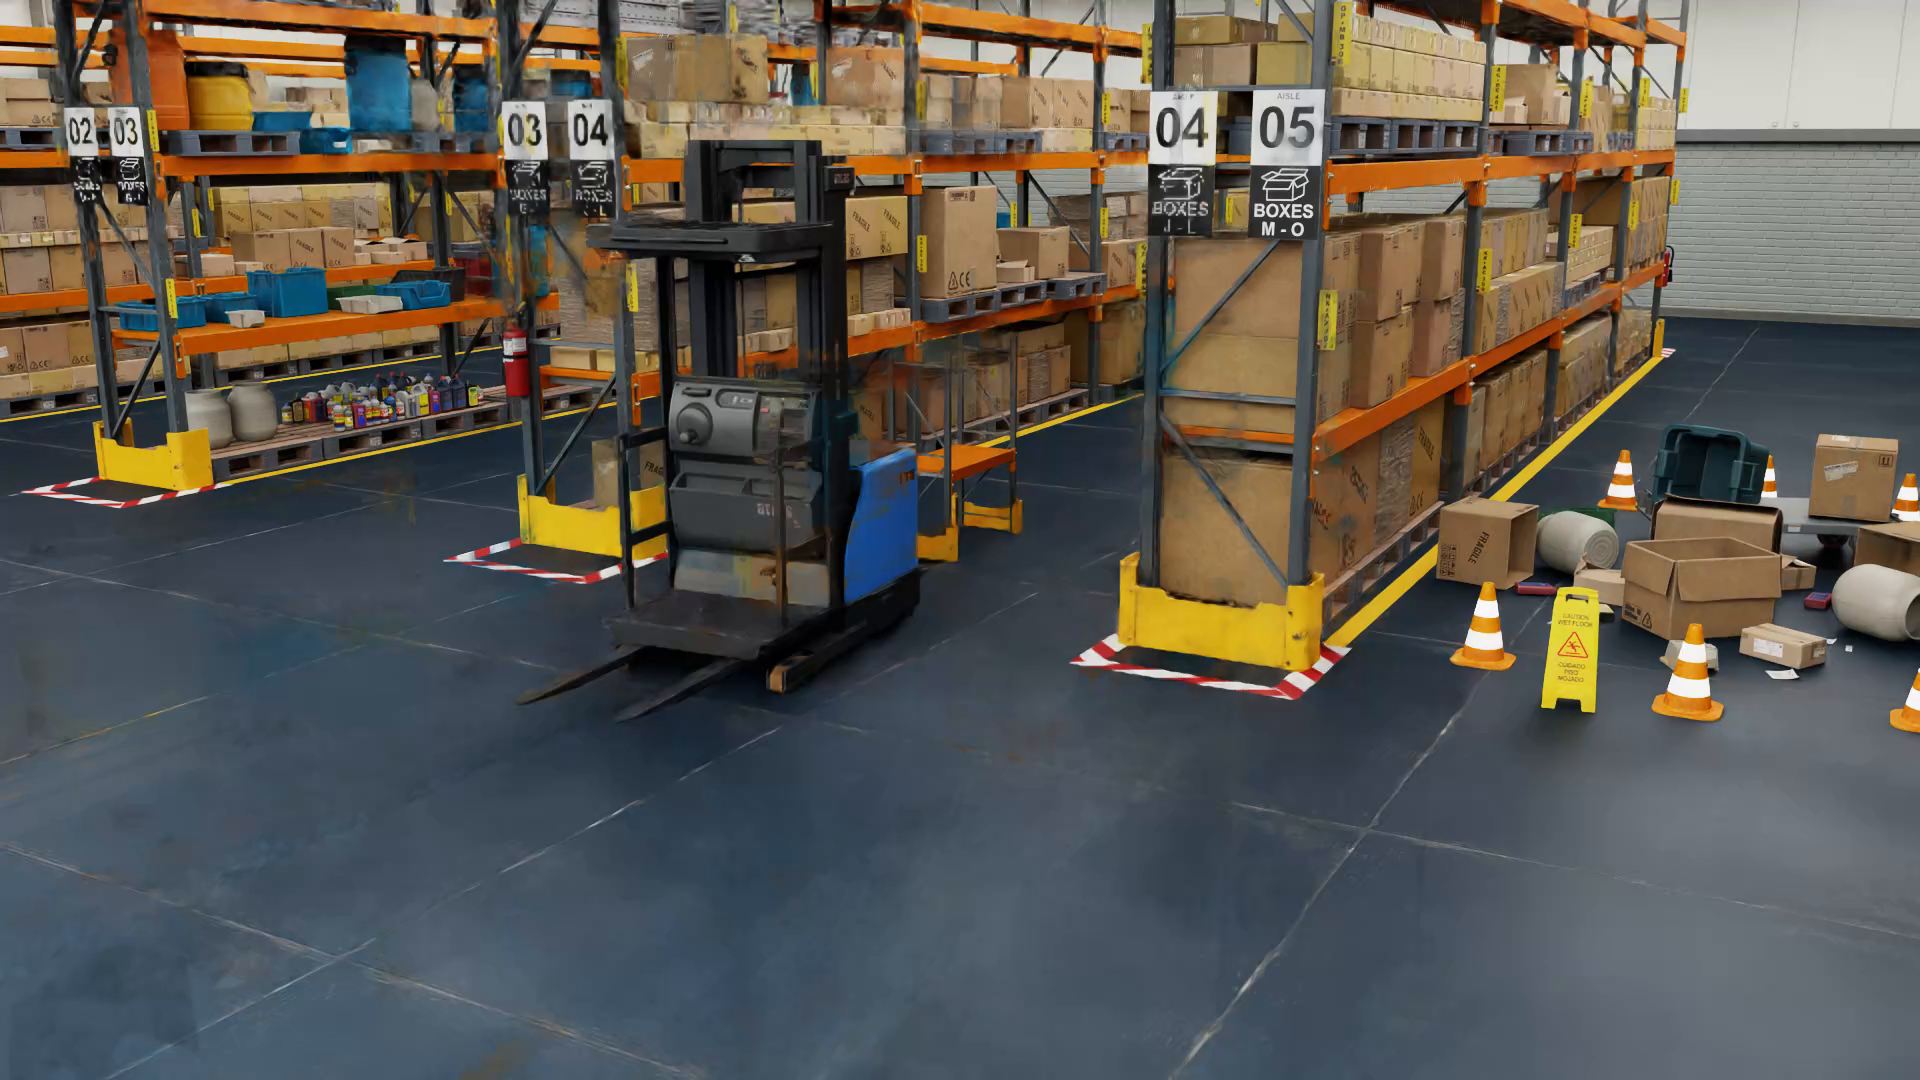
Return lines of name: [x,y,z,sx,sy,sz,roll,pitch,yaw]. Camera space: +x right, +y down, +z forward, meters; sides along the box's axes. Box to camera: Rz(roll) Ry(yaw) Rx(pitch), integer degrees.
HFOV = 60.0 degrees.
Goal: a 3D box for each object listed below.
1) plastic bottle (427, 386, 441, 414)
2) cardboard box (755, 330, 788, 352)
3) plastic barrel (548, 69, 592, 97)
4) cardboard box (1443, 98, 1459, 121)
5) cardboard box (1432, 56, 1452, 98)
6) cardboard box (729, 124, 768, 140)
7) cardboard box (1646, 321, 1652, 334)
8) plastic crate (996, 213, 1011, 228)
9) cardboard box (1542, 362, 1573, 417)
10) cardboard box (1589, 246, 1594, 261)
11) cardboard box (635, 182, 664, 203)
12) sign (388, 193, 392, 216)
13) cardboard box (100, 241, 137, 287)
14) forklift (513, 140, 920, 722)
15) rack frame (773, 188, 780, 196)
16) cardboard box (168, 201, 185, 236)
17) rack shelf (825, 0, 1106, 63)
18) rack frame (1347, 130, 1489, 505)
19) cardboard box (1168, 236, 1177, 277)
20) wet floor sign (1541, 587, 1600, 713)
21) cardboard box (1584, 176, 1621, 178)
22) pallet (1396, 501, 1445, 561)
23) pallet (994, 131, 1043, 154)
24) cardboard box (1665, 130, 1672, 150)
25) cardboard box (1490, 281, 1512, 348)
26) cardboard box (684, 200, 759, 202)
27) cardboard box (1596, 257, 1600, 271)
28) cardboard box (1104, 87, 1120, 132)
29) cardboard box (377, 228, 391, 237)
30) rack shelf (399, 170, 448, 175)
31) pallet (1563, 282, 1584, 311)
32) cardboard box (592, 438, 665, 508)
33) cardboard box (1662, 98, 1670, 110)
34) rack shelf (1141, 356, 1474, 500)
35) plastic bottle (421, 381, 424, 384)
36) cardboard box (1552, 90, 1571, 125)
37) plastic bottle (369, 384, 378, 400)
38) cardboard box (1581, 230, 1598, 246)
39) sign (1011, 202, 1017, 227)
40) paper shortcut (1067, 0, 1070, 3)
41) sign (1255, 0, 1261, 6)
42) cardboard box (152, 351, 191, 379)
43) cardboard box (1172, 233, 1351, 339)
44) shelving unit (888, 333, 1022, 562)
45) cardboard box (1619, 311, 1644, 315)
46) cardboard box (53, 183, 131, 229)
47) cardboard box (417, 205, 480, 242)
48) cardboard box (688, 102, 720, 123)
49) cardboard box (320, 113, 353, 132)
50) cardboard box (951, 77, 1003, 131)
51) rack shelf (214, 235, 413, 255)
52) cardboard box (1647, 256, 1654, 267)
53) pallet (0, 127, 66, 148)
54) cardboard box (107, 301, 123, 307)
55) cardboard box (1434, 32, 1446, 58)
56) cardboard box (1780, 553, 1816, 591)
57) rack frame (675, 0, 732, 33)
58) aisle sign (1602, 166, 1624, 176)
plastic bottle: [-5.356,-1.428,16.915,0.061,0.283,0.133,9,16,32]
cardboard box: [-1.603,-1.601,13.312,0.380,0.149,0.250,7,15,28]
plastic barrel: [-4.473,-4.876,18.891,0.600,0.901,0.708,7,15,28]
cardboard box: [3.202,-2.954,11.412,0.380,0.149,0.250,7,15,28]
cardboard box: [2.966,-3.080,11.084,0.500,0.250,0.500,7,15,28]
cardboard box: [-1.813,-3.058,12.737,0.500,0.250,0.500,7,15,28]
cardboard box: [9.263,-2.918,22.787,0.380,0.149,0.250,7,15,27]
plastic crate: [0.641,-5.196,27.481,0.616,0.435,0.499,7,15,28]
cardboard box: [5.966,-1.559,17.038,0.500,0.500,0.500,7,15,26]
cardboard box: [6.681,-3.126,18.107,0.380,0.149,0.250,7,15,28]
cardboard box: [-5.154,-5.580,26.932,0.500,0.500,0.500,8,16,29]
sign: [-8.042,-4.744,23.509,0.100,0.325,0.005,7,15,28]
cardboard box: [-9.954,-3.187,19.140,0.700,0.500,0.500,7,15,27]
forklift: [-1.307,-0.696,9.168,1.130,2.935,3.031,6,15,23]
rack frame: [-3.695,-5.801,30.196,1.000,3.000,0.127,7,15,28]
cardboard box: [-12.119,-4.885,25.245,0.700,0.500,0.500,5,15,21]
rack shelf: [0.141,-4.999,16.455,1.077,0.370,4.000,7,15,28]
rack frame: [3.467,-1.633,12.908,1.000,3.000,0.127,7,15,28]
cardboard box: [2.316,-3.468,20.306,0.500,0.500,0.500,7,15,28]
wet floor sign: [3.253,0.562,8.825,0.267,0.644,0.232,5,14,18]
cardboard box: [8.581,-4.608,22.267,0.500,0.500,0.500,8,16,30]
pallet: [3.031,-0.131,12.625,1.003,0.211,1.213,7,15,28]
pallet: [0.065,-3.911,16.355,1.213,0.211,1.003,7,15,28]
cardboard box: [9.040,-5.252,21.837,0.500,0.250,0.500,7,15,28]
cardboard box: [4.201,-1.863,13.648,0.500,0.500,0.500,8,15,28]
cardboard box: [-1.980,-2.523,13.616,0.500,0.500,0.500,7,15,28]
cardboard box: [6.947,-3.097,18.620,0.380,0.149,0.250,7,15,25]
cardboard box: [1.340,-4.883,18.869,0.797,0.503,0.637,8,16,31]
cardboard box: [-9.984,-5.273,28.497,0.380,0.149,0.250,8,16,29]
rack shelf: [-6.595,-5.679,24.823,1.077,0.370,4.000,7,15,28]
pallet: [5.652,-2.519,16.991,1.213,0.211,1.003,7,15,28]
cardboard box: [-2.443,-0.511,12.689,0.500,0.500,0.500,11,17,38]
cardboard box: [9.004,-5.657,21.602,0.380,0.149,0.250,8,16,29]
rack shelf: [2.500,-0.873,11.291,1.077,0.370,4.000,7,15,28]
plastic bottle: [-5.748,-1.594,17.778,0.097,0.201,0.097,0,14,0]
cardboard box: [5.158,-3.873,14.880,0.500,0.311,0.500,7,15,28]
plastic bottle: [-6.045,-1.473,17.126,0.097,0.271,0.097,0,14,0]
cardboard box: [6.807,-3.329,18.314,0.380,0.149,0.250,7,15,26]
sign: [0.620,-3.662,18.852,0.100,0.325,0.005,7,15,28]
paper shortcut: [1.287,-6.351,19.381,0.009,0.170,0.078,19,-11,25]
sign: [4.493,-8.190,24.972,0.100,0.325,0.005,7,15,28]
cardboard box: [-9.529,-2.087,19.760,0.500,0.250,0.500,7,15,28]
cardboard box: [1.747,-1.482,9.658,0.875,0.550,0.550,7,15,28]
shelving unit: [-0.037,-0.713,12.293,0.587,1.500,1.083,7,15,28]
cardboard box: [9.063,-3.020,22.579,0.380,0.149,0.250,8,16,29]
cardboard box: [-9.948,-3.823,19.009,0.700,0.500,0.500,7,15,28]
cardboard box: [-7.356,-4.555,23.916,0.700,0.500,0.500,2,14,9]
cardboard box: [-2.006,-3.161,12.313,0.380,0.149,0.250,8,16,30]
cardboard box: [-8.256,-5.424,21.656,0.500,0.250,0.500,7,15,27]
cardboard box: [-0.057,-4.207,16.068,0.797,0.503,0.637,8,16,30]
rack shelf: [-10.933,-4.781,27.499,1.077,0.370,4.000,7,15,28]
cardboard box: [8.994,-3.719,22.097,0.380,0.149,0.250,8,16,30]
pallet: [-10.476,-4.327,17.871,1.003,0.211,1.213,7,15,28]
cardboard box: [-12.769,-3.368,24.497,0.700,0.500,0.500,7,15,28]
cardboard box: [2.959,-3.240,10.897,0.380,0.149,0.250,7,15,27]
cardboard box: [5.577,0.160,11.304,0.258,0.266,0.396,-3,14,-11]
rack frame: [-3.228,-6.514,20.354,1.000,3.000,0.127,7,15,28]
aisle sign: [9.041,-5.408,23.019,0.394,0.787,0.004,7,15,28]
